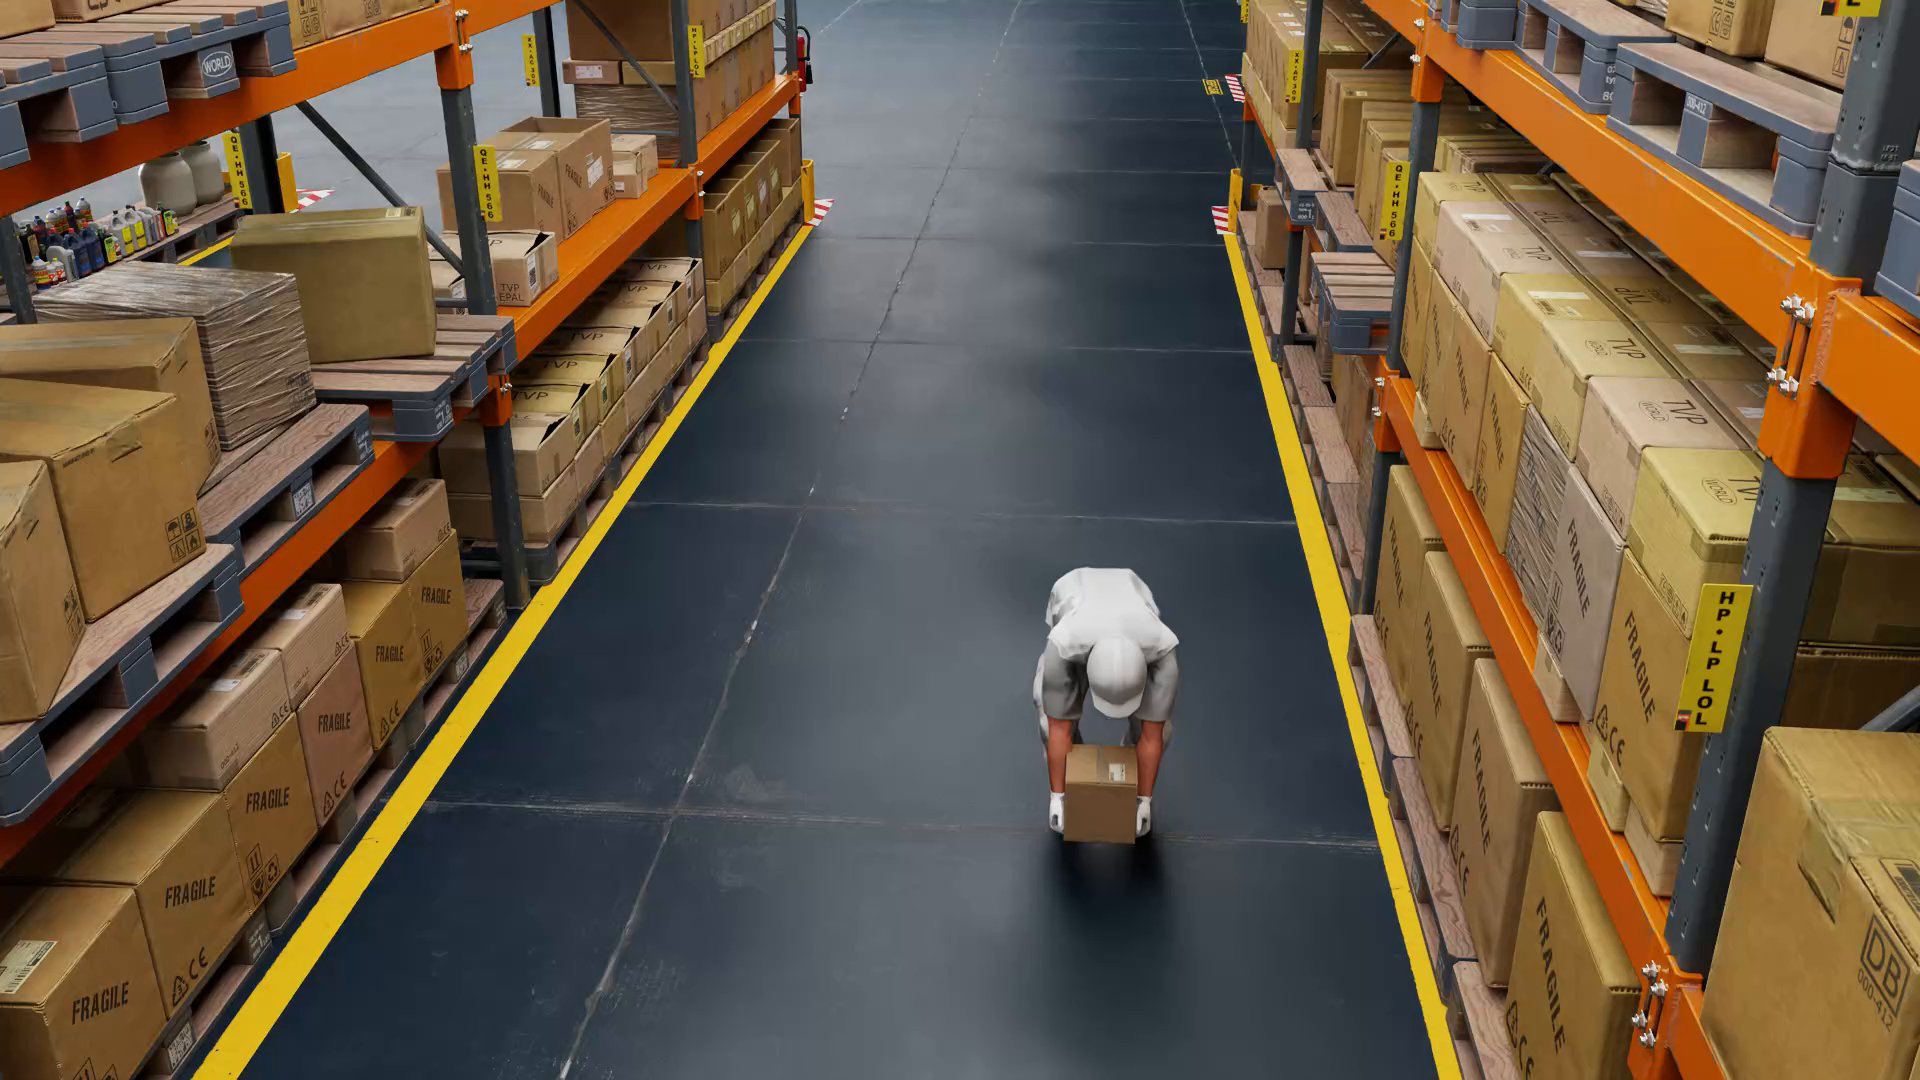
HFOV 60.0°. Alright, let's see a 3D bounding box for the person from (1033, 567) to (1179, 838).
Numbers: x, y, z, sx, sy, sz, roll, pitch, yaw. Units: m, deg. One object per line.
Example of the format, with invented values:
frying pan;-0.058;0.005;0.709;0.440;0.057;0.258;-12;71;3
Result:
person;0.533;0.640;6.100;0.529;1.011;0.958;1;24;2
